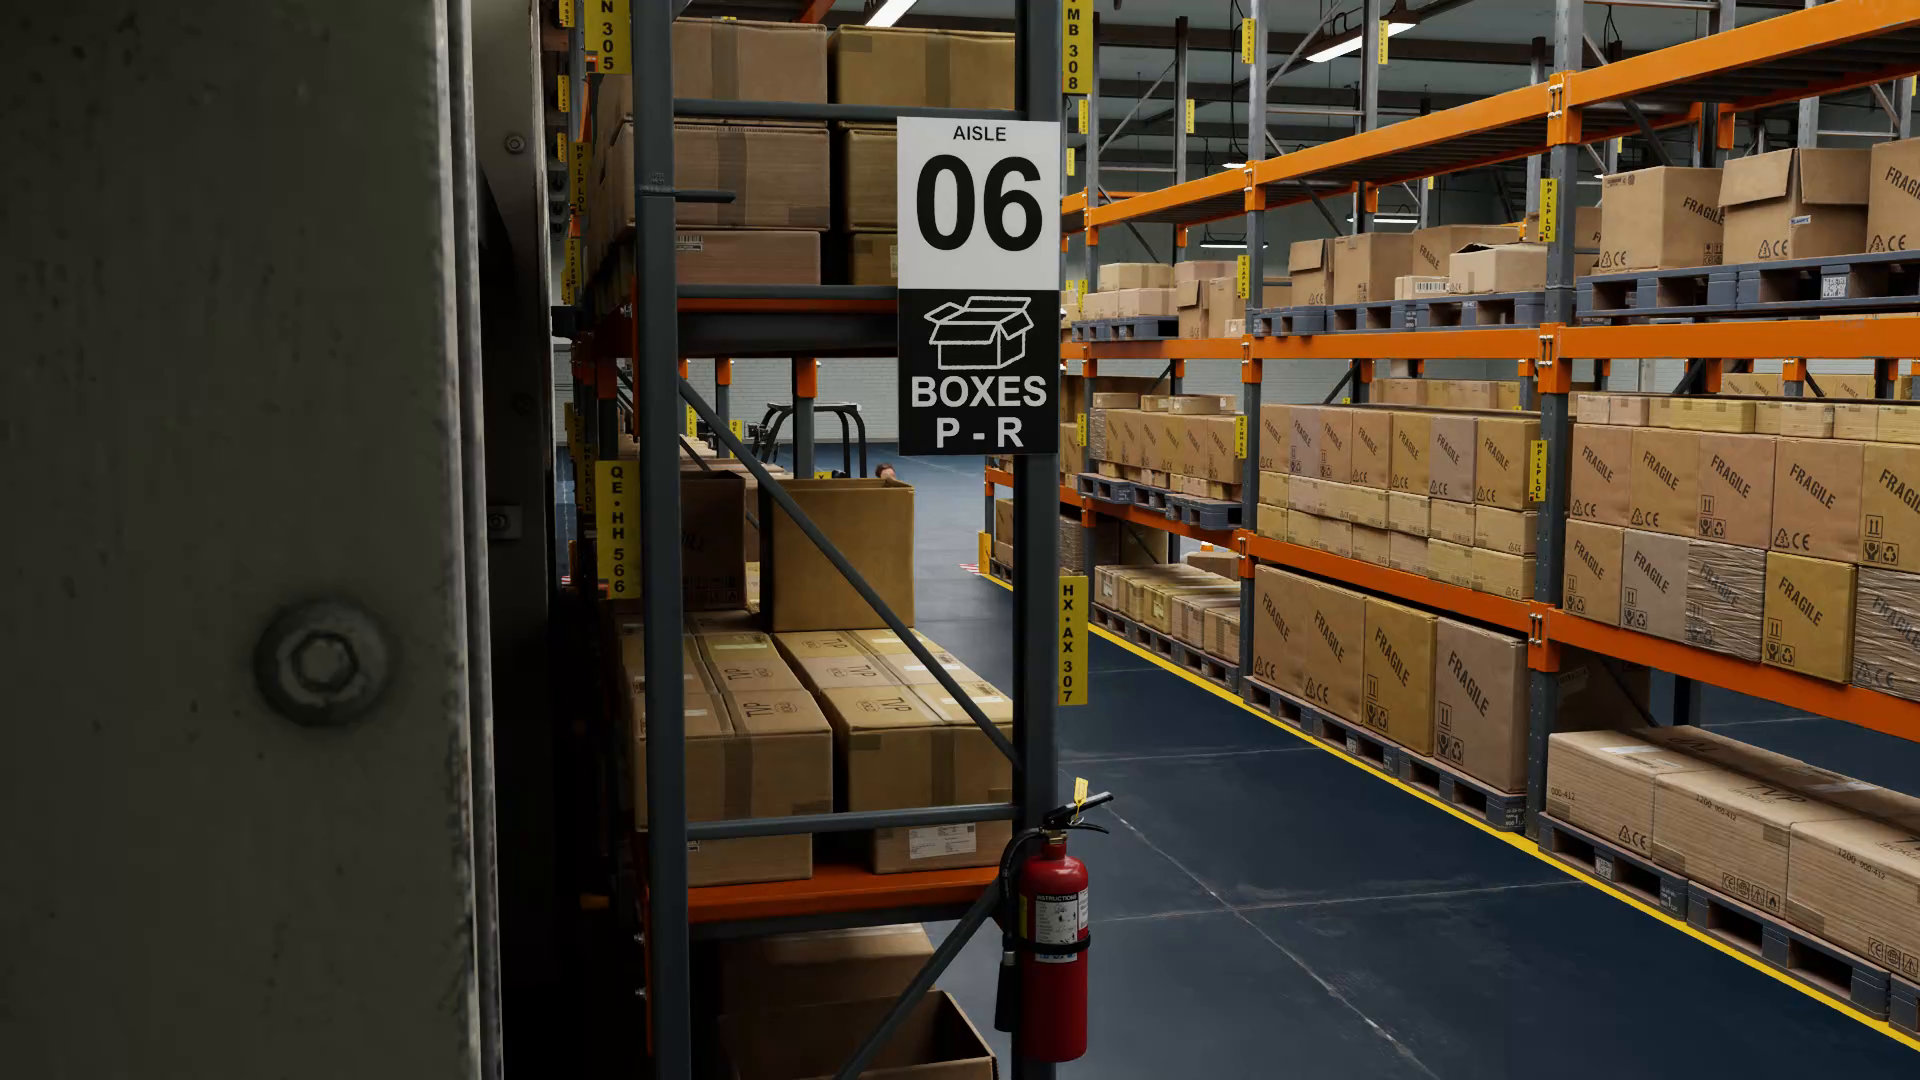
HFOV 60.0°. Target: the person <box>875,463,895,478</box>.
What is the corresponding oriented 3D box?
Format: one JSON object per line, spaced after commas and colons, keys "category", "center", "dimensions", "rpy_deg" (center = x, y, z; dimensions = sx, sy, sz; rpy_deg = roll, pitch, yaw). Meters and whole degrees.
{"category": "person", "center": [-0.683, 0.111, 15.689], "dimensions": [0.410, 1.668, 0.500], "rpy_deg": [-2, 6, -15]}
